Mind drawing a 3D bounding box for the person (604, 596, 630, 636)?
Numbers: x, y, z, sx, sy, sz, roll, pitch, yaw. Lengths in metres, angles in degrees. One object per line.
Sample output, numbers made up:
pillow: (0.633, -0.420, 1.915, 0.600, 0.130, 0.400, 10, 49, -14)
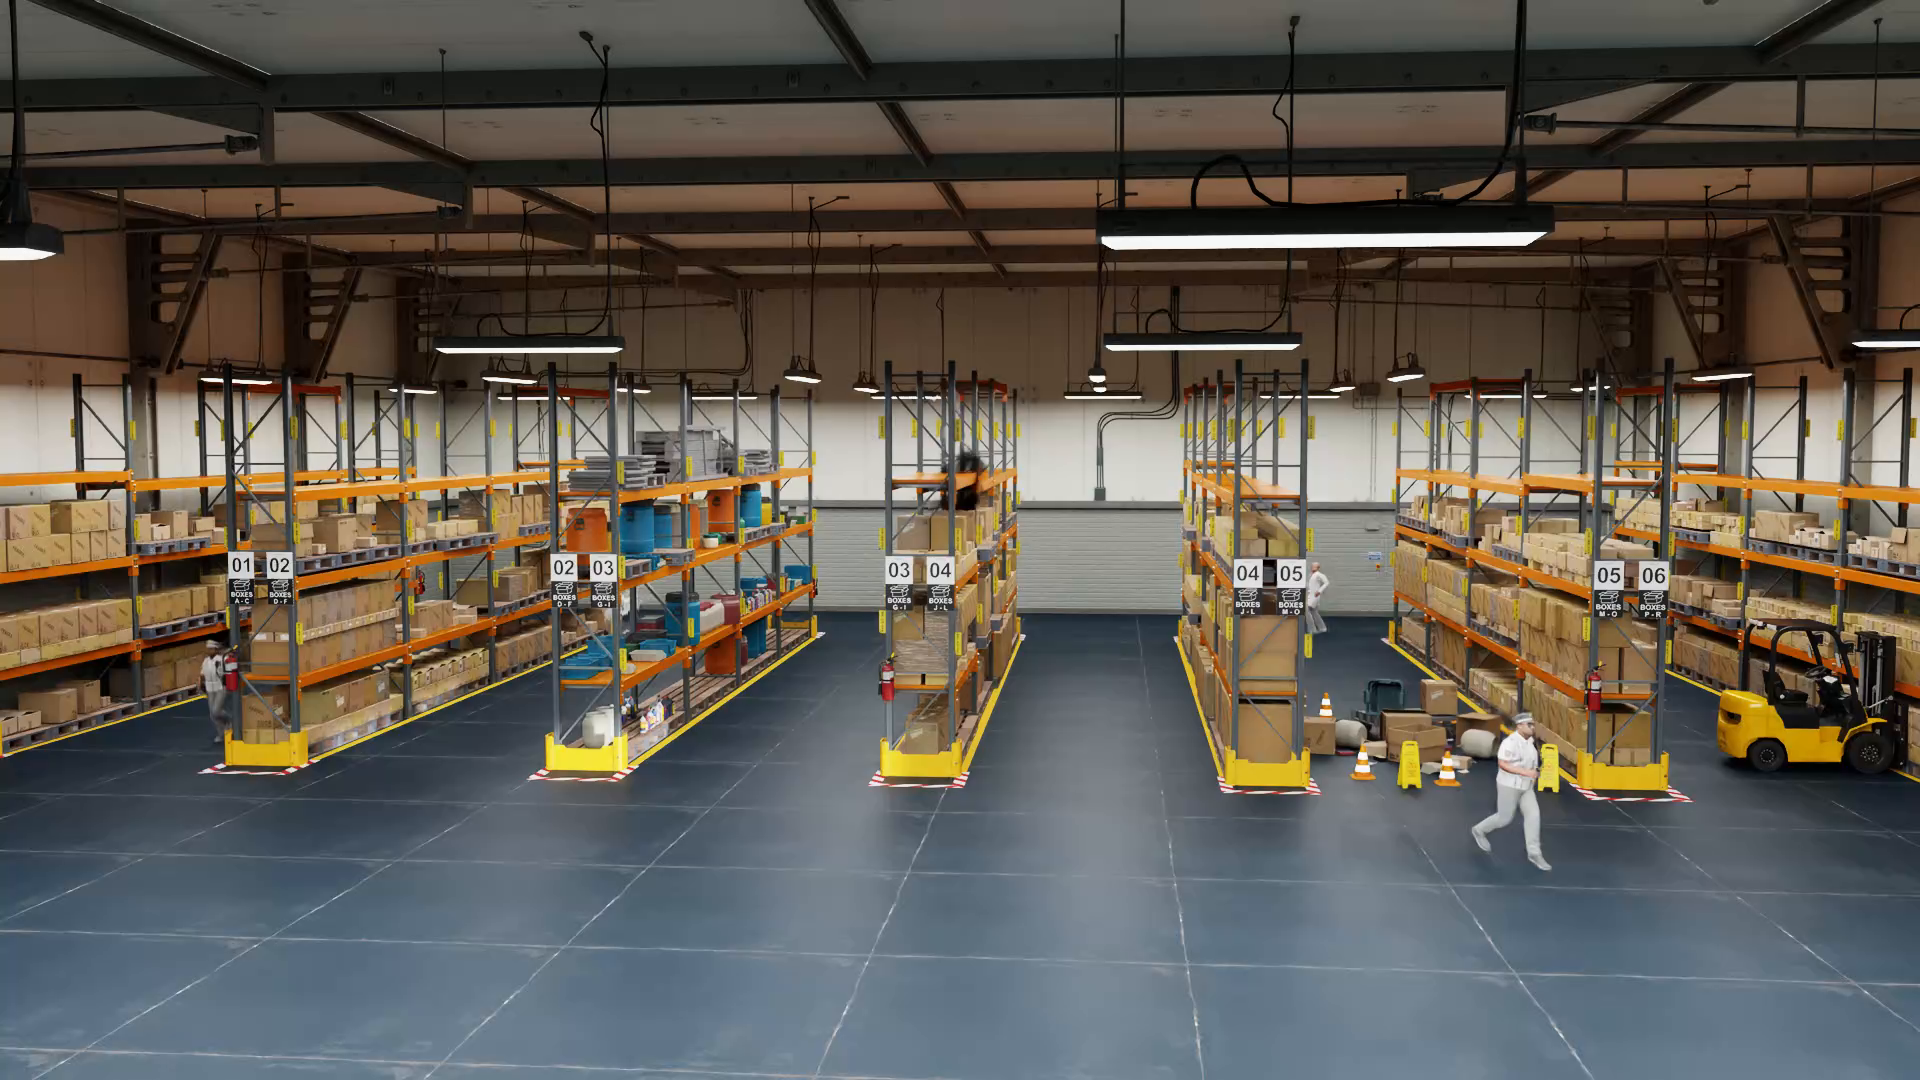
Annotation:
person: (-7.407, 1.774, 35.906, 0.610, 1.689, 0.860, 0, 4, 6)

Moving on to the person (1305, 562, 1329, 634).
person: (8.609, 1.452, 40.568, 0.777, 1.826, 0.666, 0, 4, -5)

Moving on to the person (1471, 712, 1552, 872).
person: (6.416, 2.856, 19.264, 0.685, 1.792, 1.032, -3, 5, -39)

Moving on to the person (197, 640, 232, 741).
person: (-11.924, 2.423, 26.666, 0.611, 1.657, 0.640, 1, 4, 10)
